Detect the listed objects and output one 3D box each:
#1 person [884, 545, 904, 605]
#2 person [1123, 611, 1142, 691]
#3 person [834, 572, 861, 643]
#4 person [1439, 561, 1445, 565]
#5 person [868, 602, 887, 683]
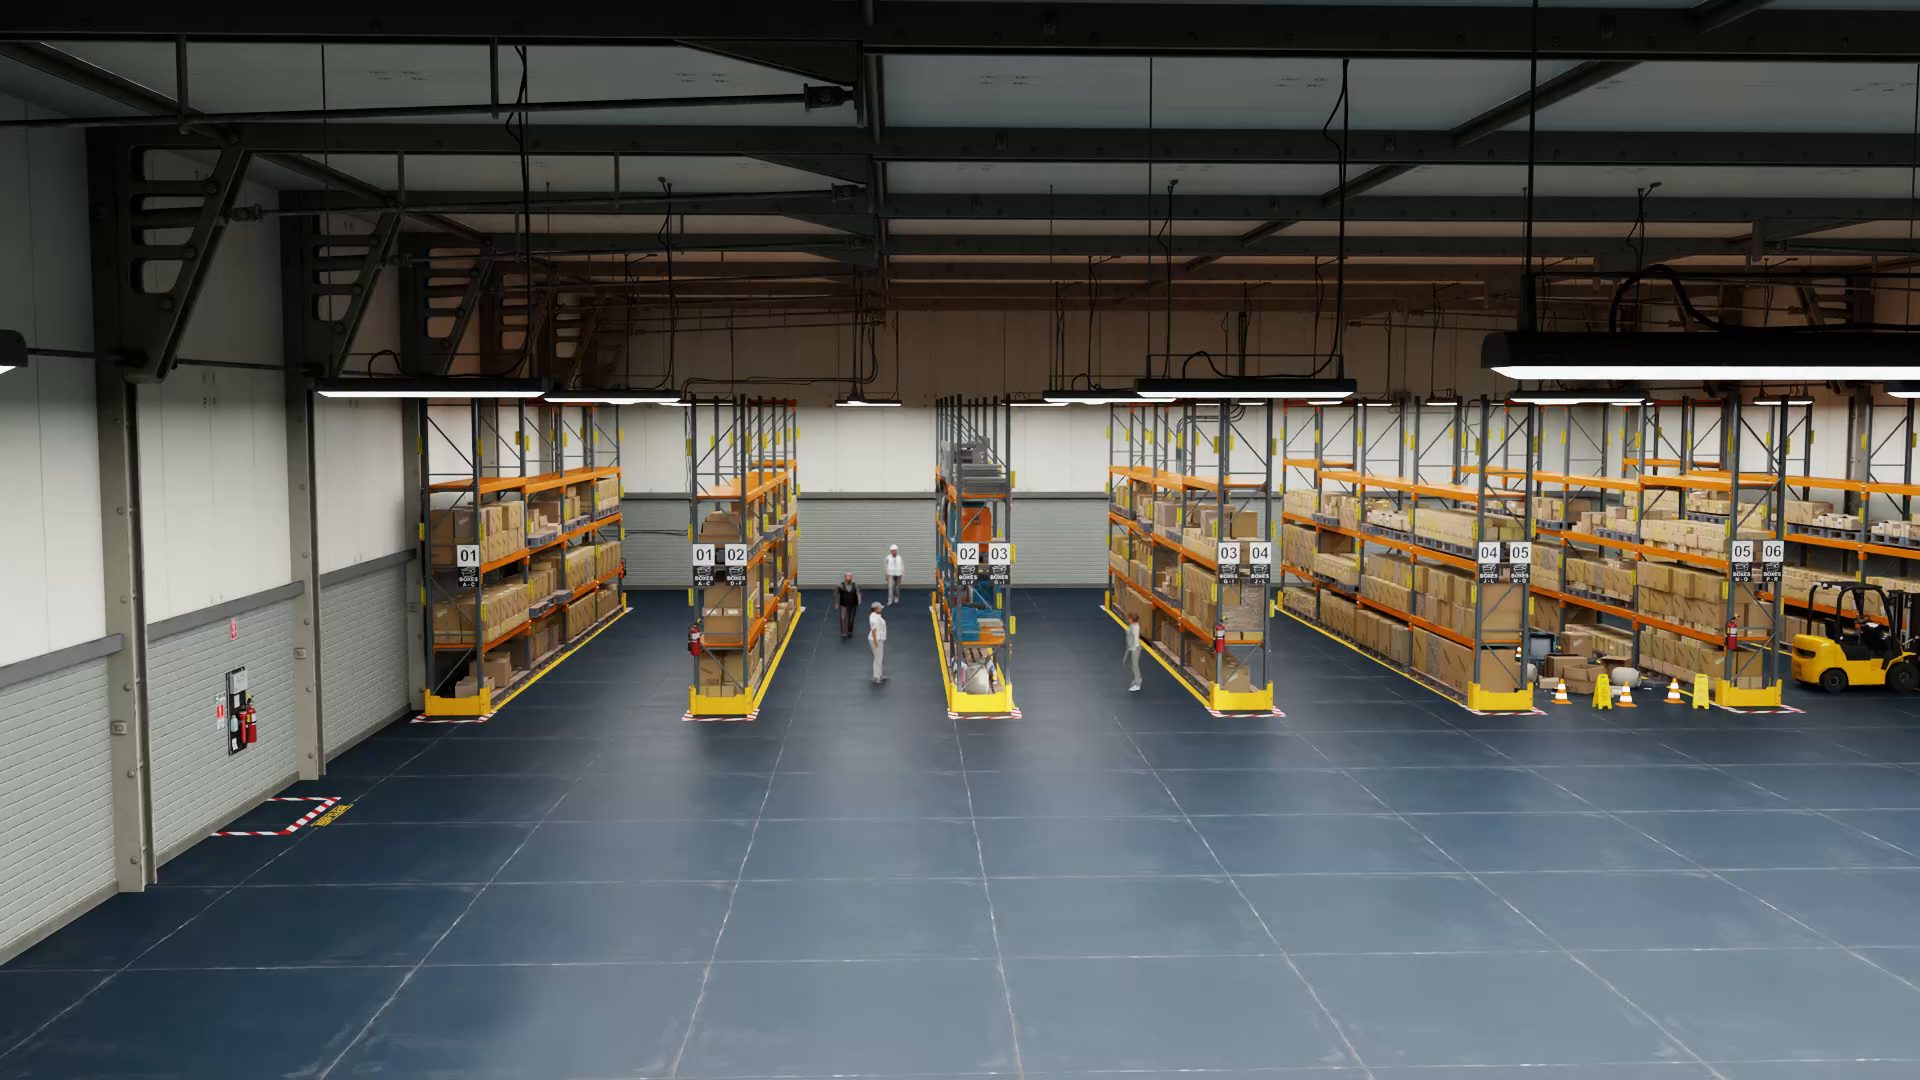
[{"bbox_3d":[-1.921,1.013,48.569,0.576,1.721,0.991,0,5,-6],"label":"person"},{"bbox_3d":[3.537,2.302,33.900,0.369,1.494,0.438,-1,5,-8],"label":"person"},{"bbox_3d":[-2.786,1.654,41.192,0.666,1.704,0.983,0,4,-2],"label":"person"},{"bbox_3d":[12.990,1.305,44.914,0.519,1.778,0.600,1,5,8],"label":"person"},{"bbox_3d":[-1.744,2.167,35.052,0.390,1.739,0.557,1,5,8],"label":"person"}]
